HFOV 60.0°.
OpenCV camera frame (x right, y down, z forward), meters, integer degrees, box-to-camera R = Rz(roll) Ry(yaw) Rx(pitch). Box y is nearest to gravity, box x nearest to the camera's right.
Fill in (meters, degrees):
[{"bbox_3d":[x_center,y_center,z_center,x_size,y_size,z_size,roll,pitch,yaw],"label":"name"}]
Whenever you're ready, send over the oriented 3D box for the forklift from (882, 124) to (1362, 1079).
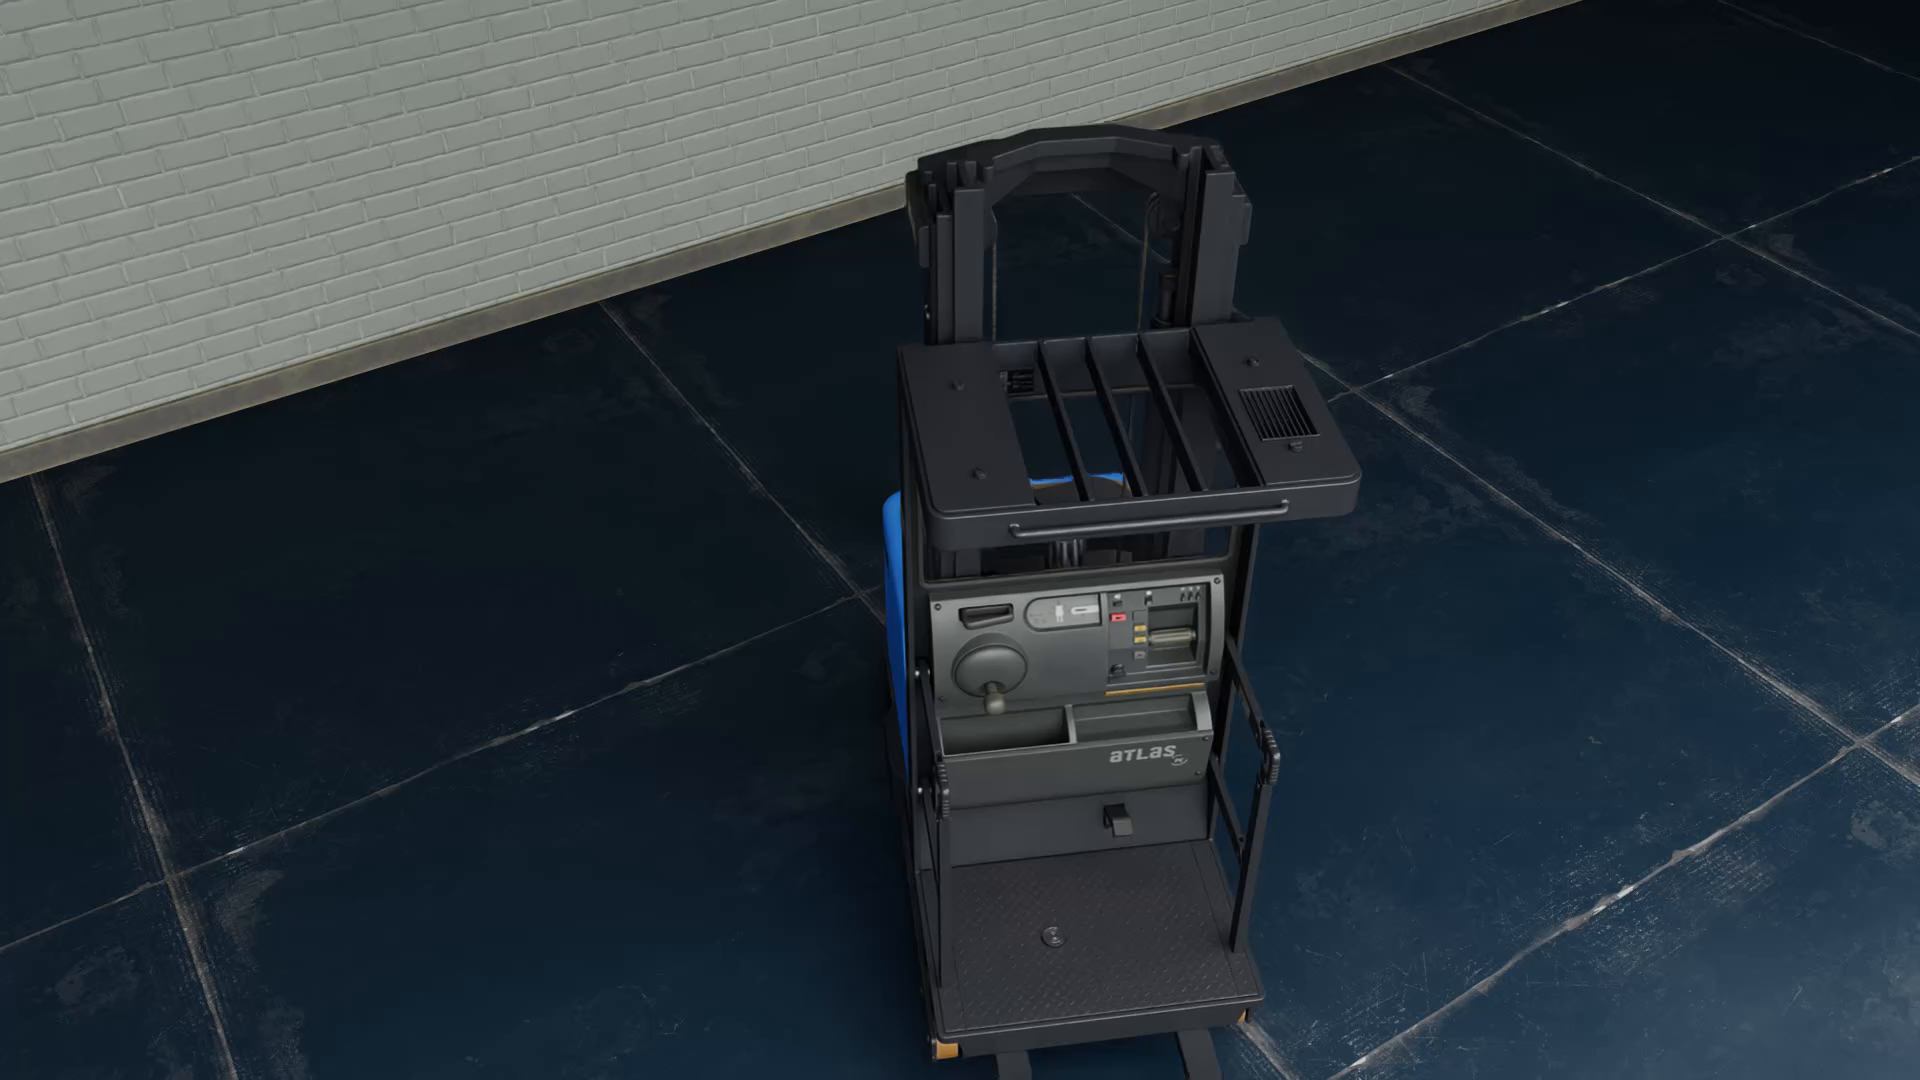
[{"bbox_3d":[0.403,0.398,5.044,1.130,2.935,3.031,-5,40,-6],"label":"forklift"}]
